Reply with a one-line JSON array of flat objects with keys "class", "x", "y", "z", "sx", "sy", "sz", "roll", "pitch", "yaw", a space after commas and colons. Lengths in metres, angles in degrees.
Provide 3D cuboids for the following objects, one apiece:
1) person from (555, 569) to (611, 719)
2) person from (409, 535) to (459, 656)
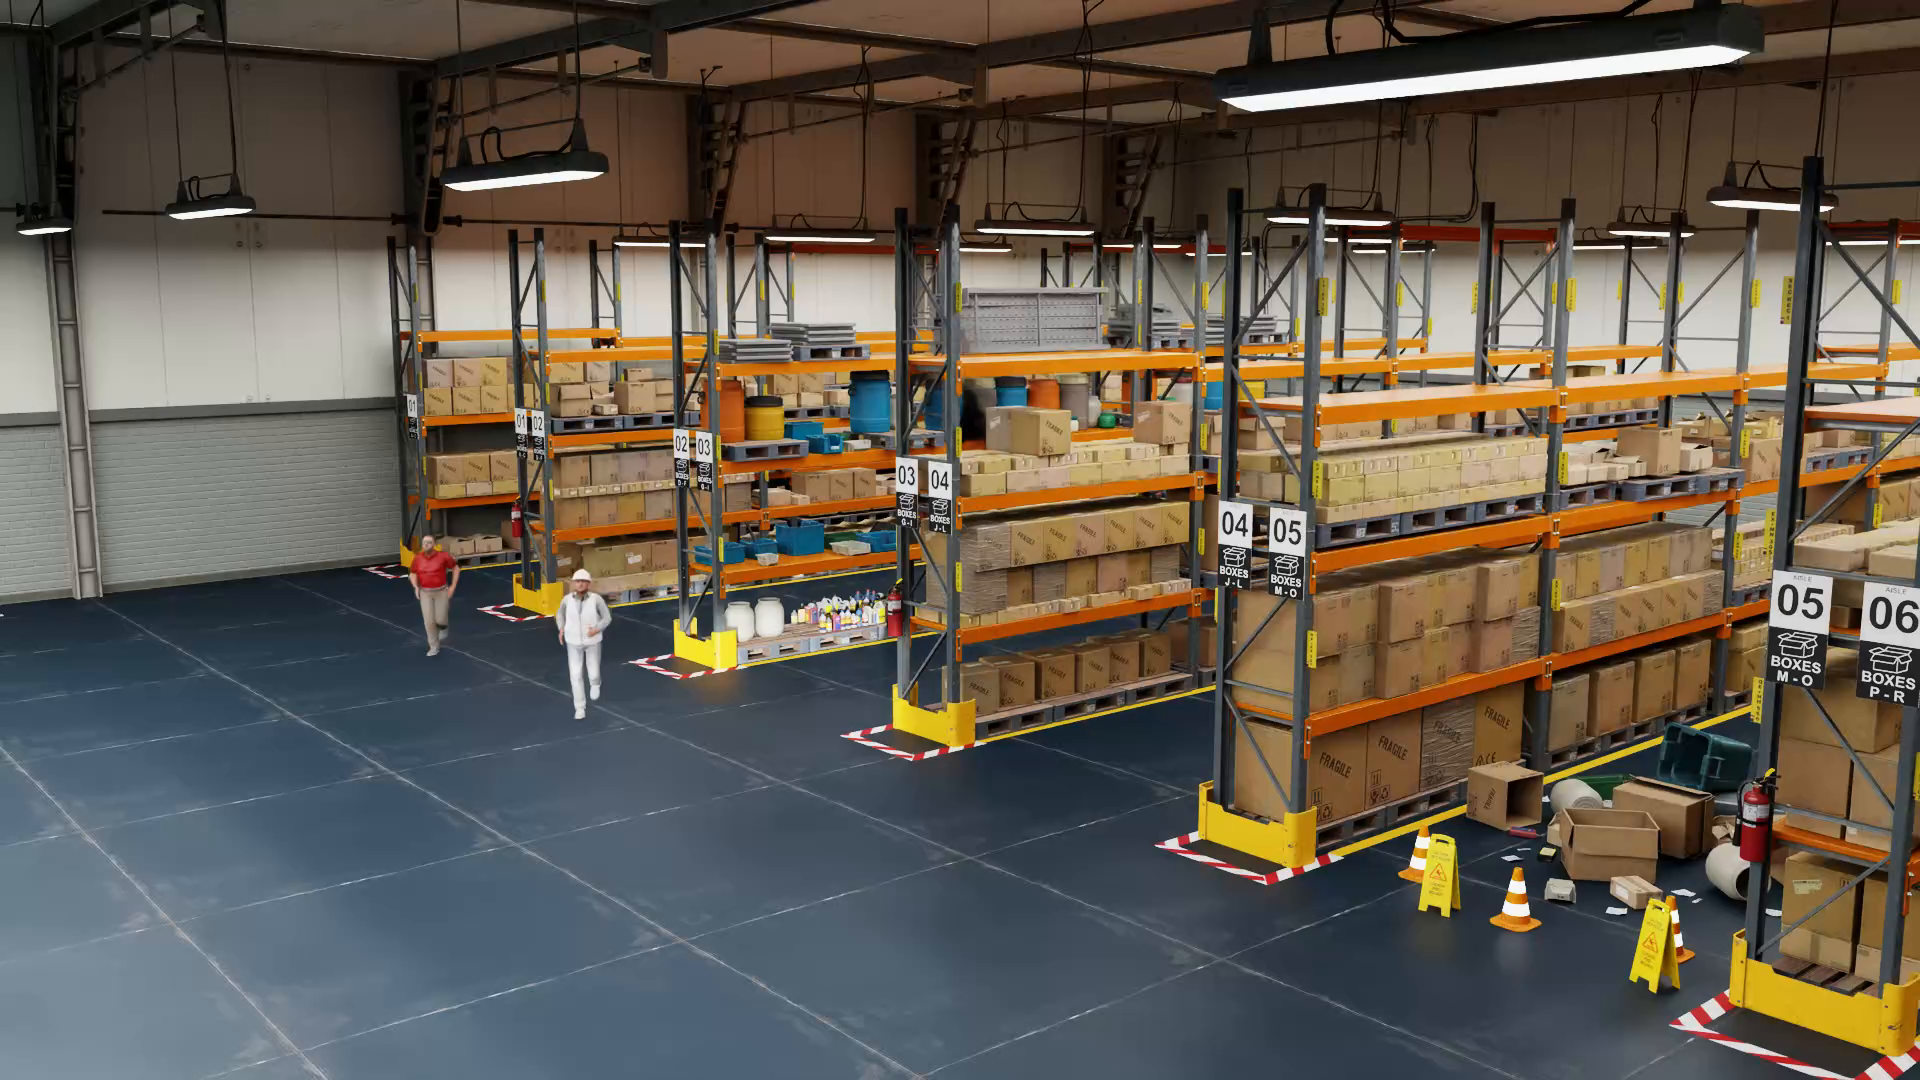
[{"class": "person", "x": -4.547, "y": 1.216, "z": 20.082, "sx": 0.684, "sy": 1.750, "sz": 0.909, "roll": -1, "pitch": 9, "yaw": -5}, {"class": "person", "x": -7.379, "y": 0.760, "z": 23.348, "sx": 0.655, "sy": 1.699, "sz": 0.665, "roll": -1, "pitch": 9, "yaw": -6}]
